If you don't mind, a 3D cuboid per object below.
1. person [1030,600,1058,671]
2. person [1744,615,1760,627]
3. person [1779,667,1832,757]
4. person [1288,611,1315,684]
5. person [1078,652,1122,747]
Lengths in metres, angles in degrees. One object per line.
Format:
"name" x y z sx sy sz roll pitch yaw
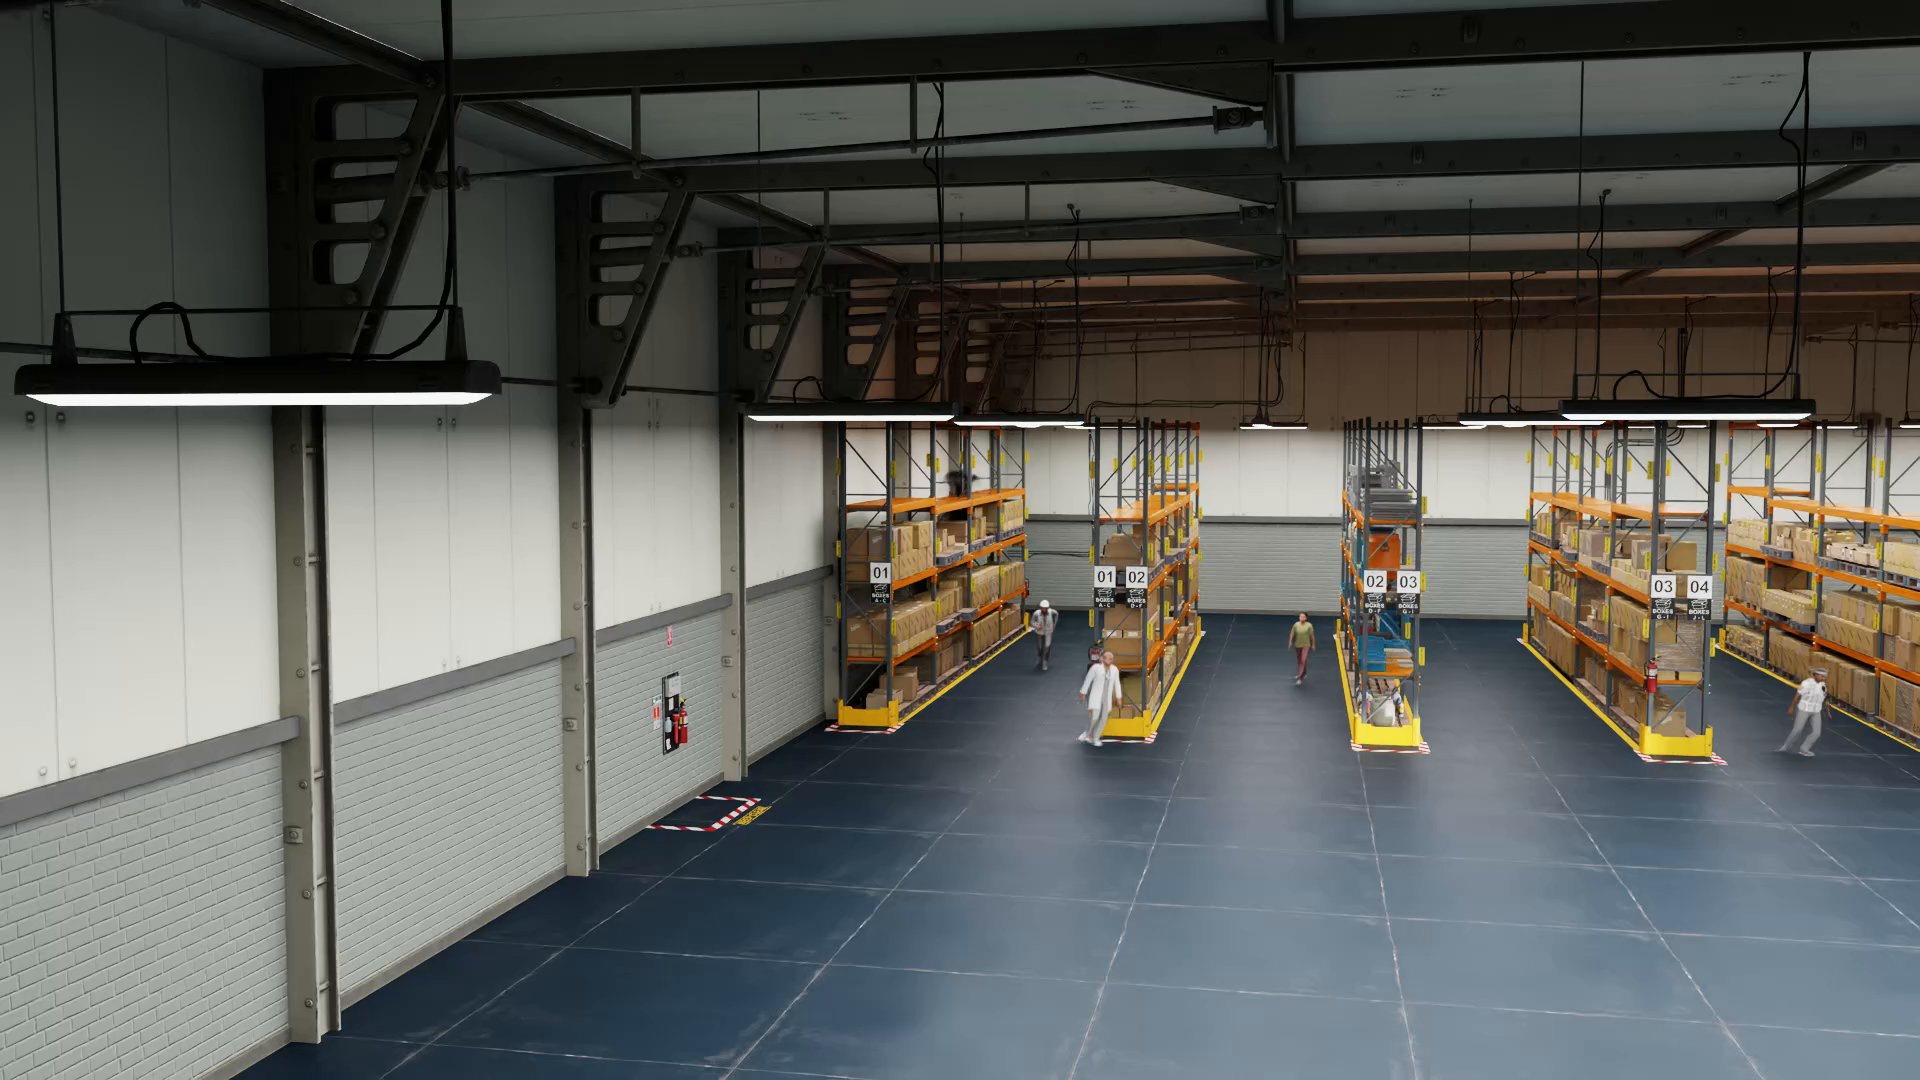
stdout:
"person" 2.026 2.289 40.309 0.702 1.737 1.040 0 4 -6
"person" 21.560 2.006 44.872 0.643 1.655 0.613 1 4 16
"person" 14.954 3.020 29.387 0.728 1.591 0.614 -1 4 -9
"person" 7.760 2.416 37.755 0.560 1.615 0.937 2 4 26
"person" 2.543 2.901 30.342 0.732 1.769 0.574 -2 4 -24
